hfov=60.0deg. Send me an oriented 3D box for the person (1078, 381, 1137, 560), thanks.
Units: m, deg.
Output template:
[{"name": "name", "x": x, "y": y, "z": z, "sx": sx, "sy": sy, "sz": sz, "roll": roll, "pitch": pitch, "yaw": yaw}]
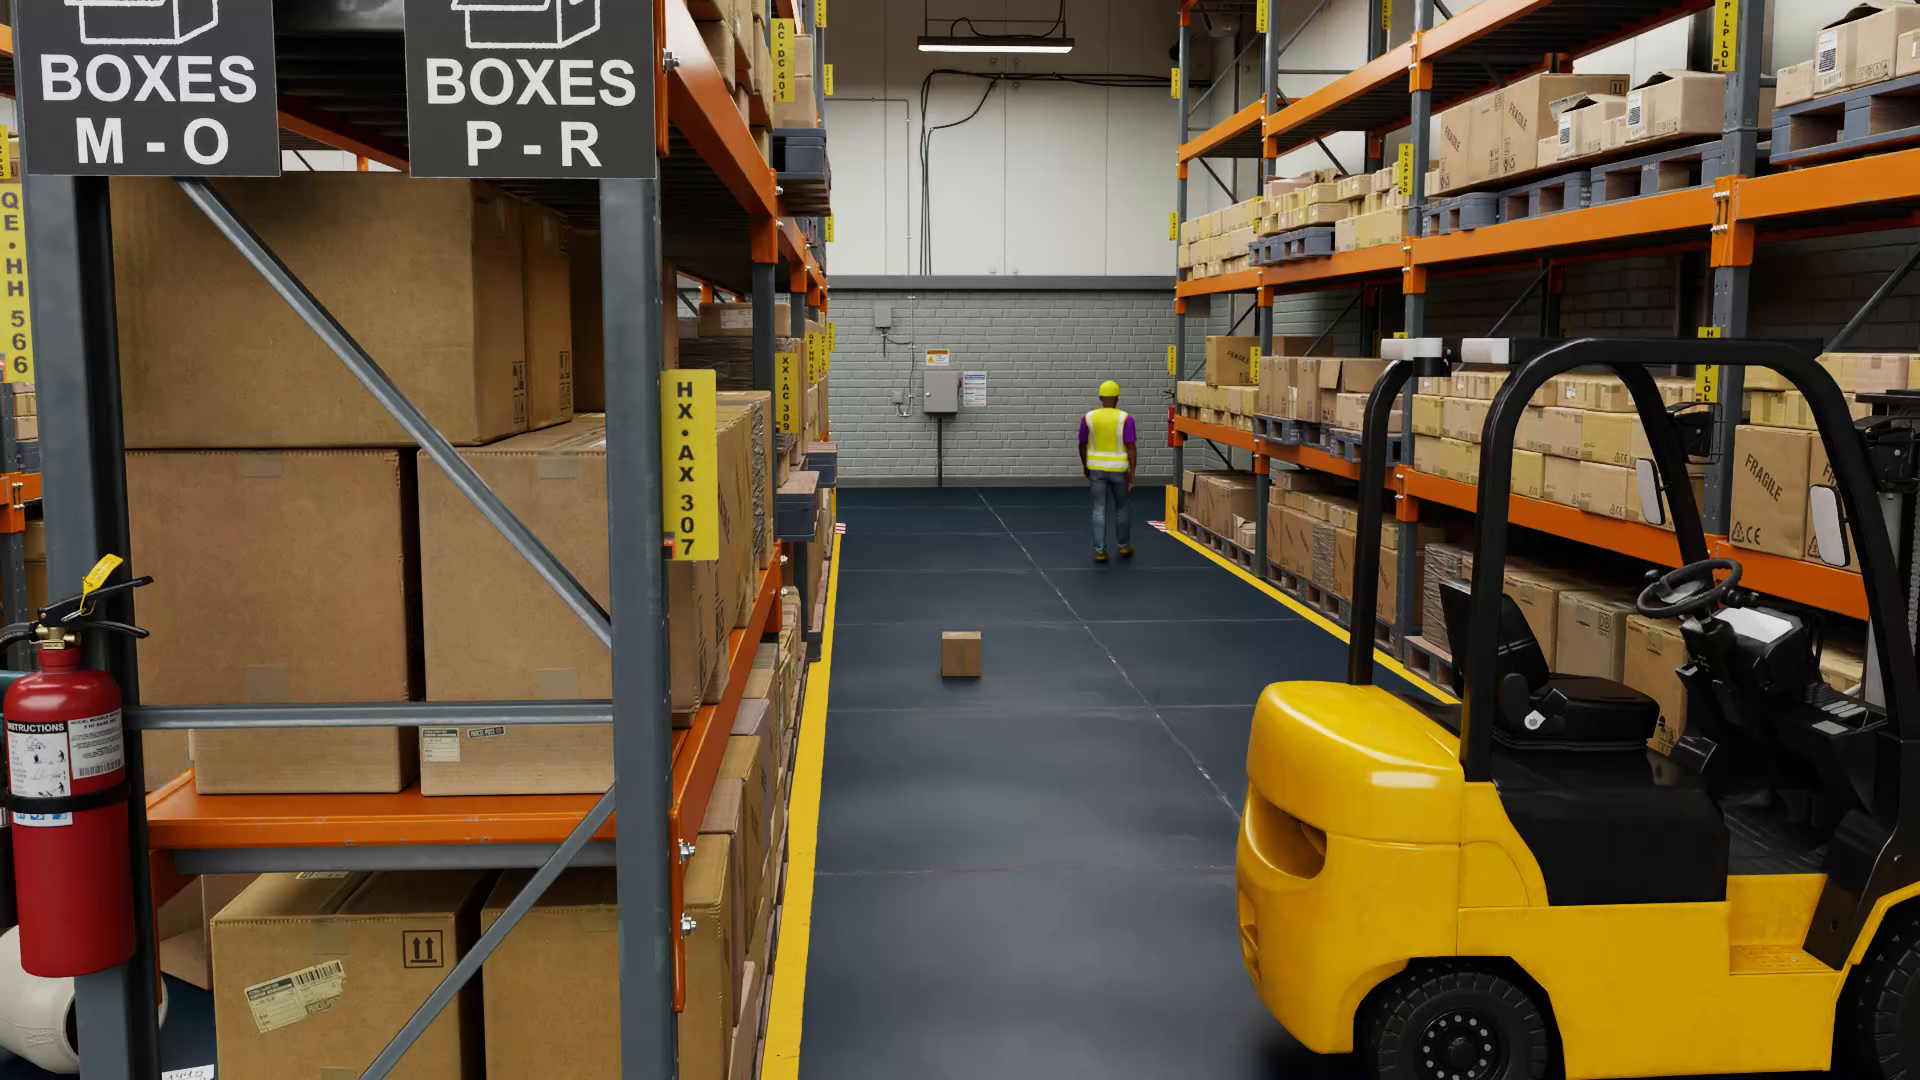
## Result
[{"name": "person", "x": 1.478, "y": -0.705, "z": 16.427, "sx": 0.589, "sy": 1.738, "sz": 0.820, "roll": 1, "pitch": 7, "yaw": 12}]
